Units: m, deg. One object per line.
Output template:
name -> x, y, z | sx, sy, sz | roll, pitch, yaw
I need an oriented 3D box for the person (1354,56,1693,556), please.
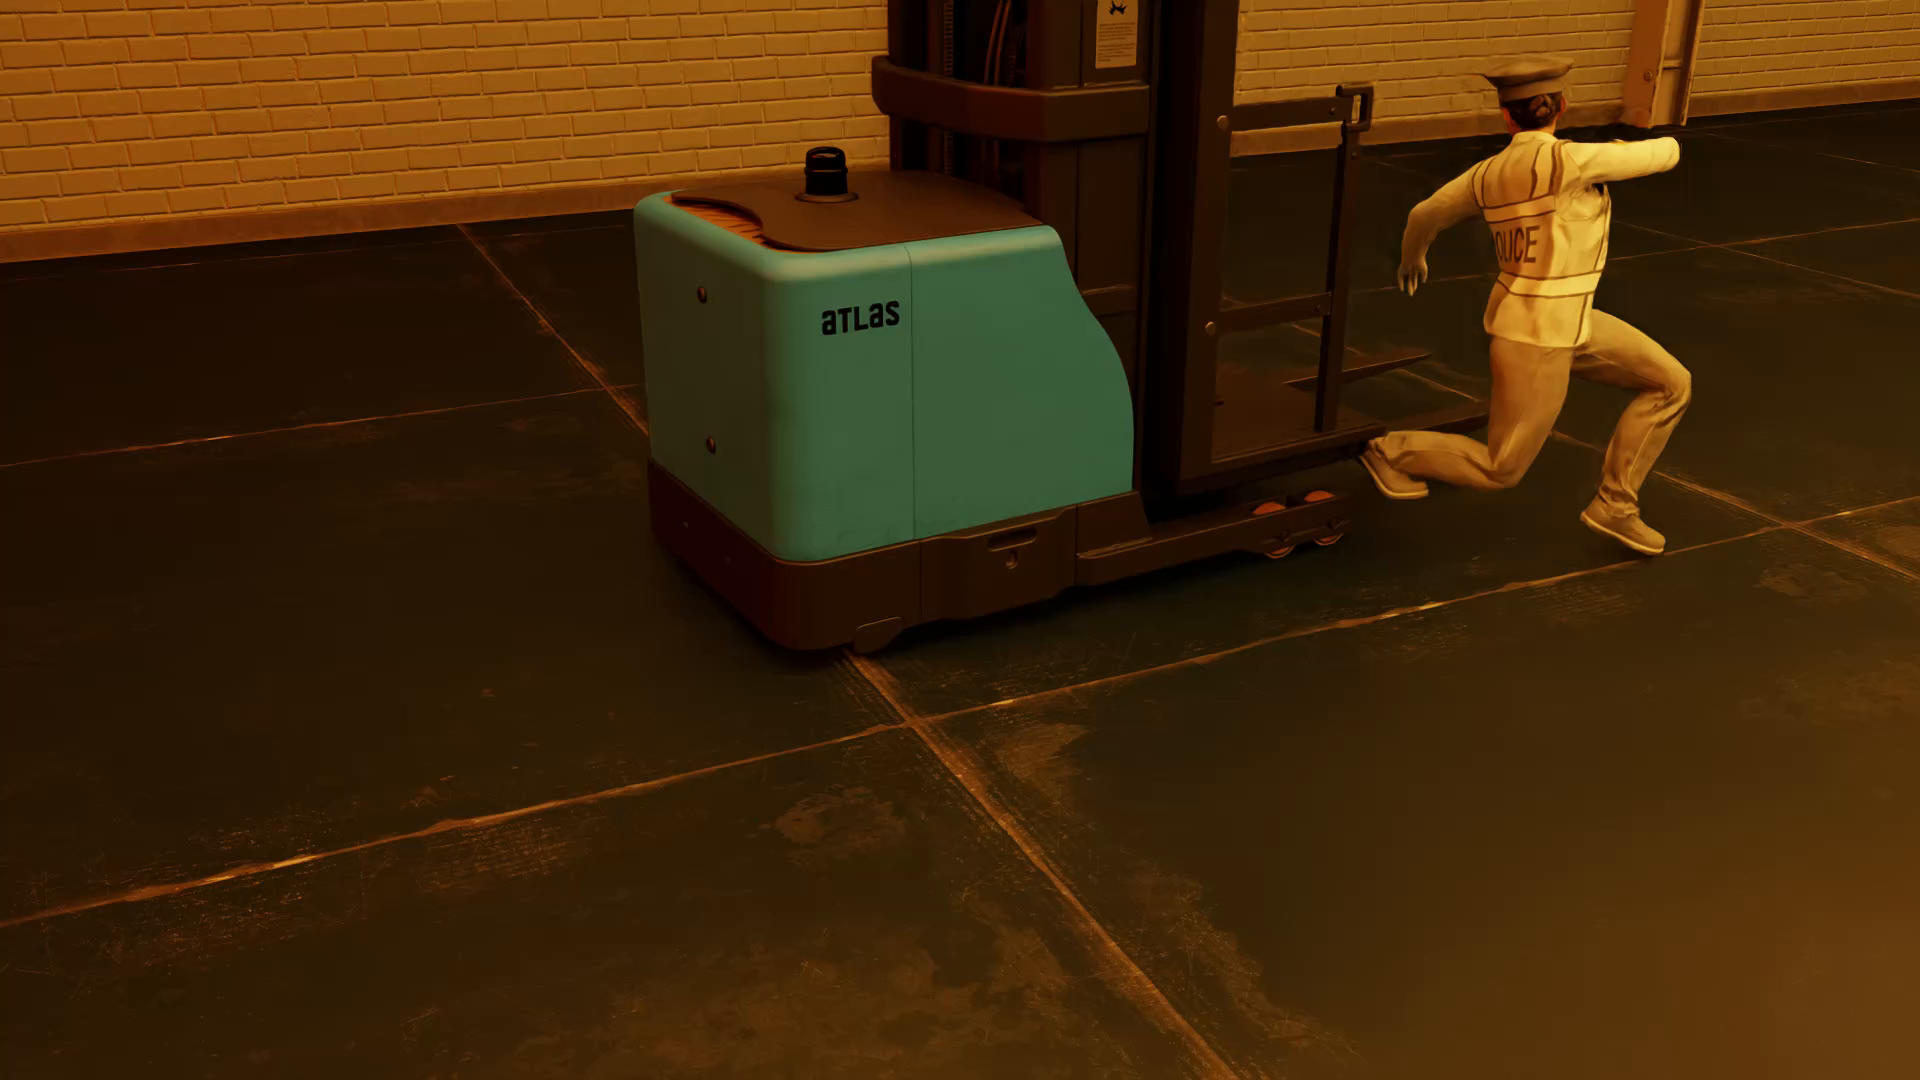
person -> 1.709, -0.714, 4.944 | 0.886, 1.411, 0.743 | 5, 23, 11

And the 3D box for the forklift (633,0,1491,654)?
forklift -> 0.607, -1.459, 4.797 | 3.031, 2.935, 1.130 | -13, 26, -28
